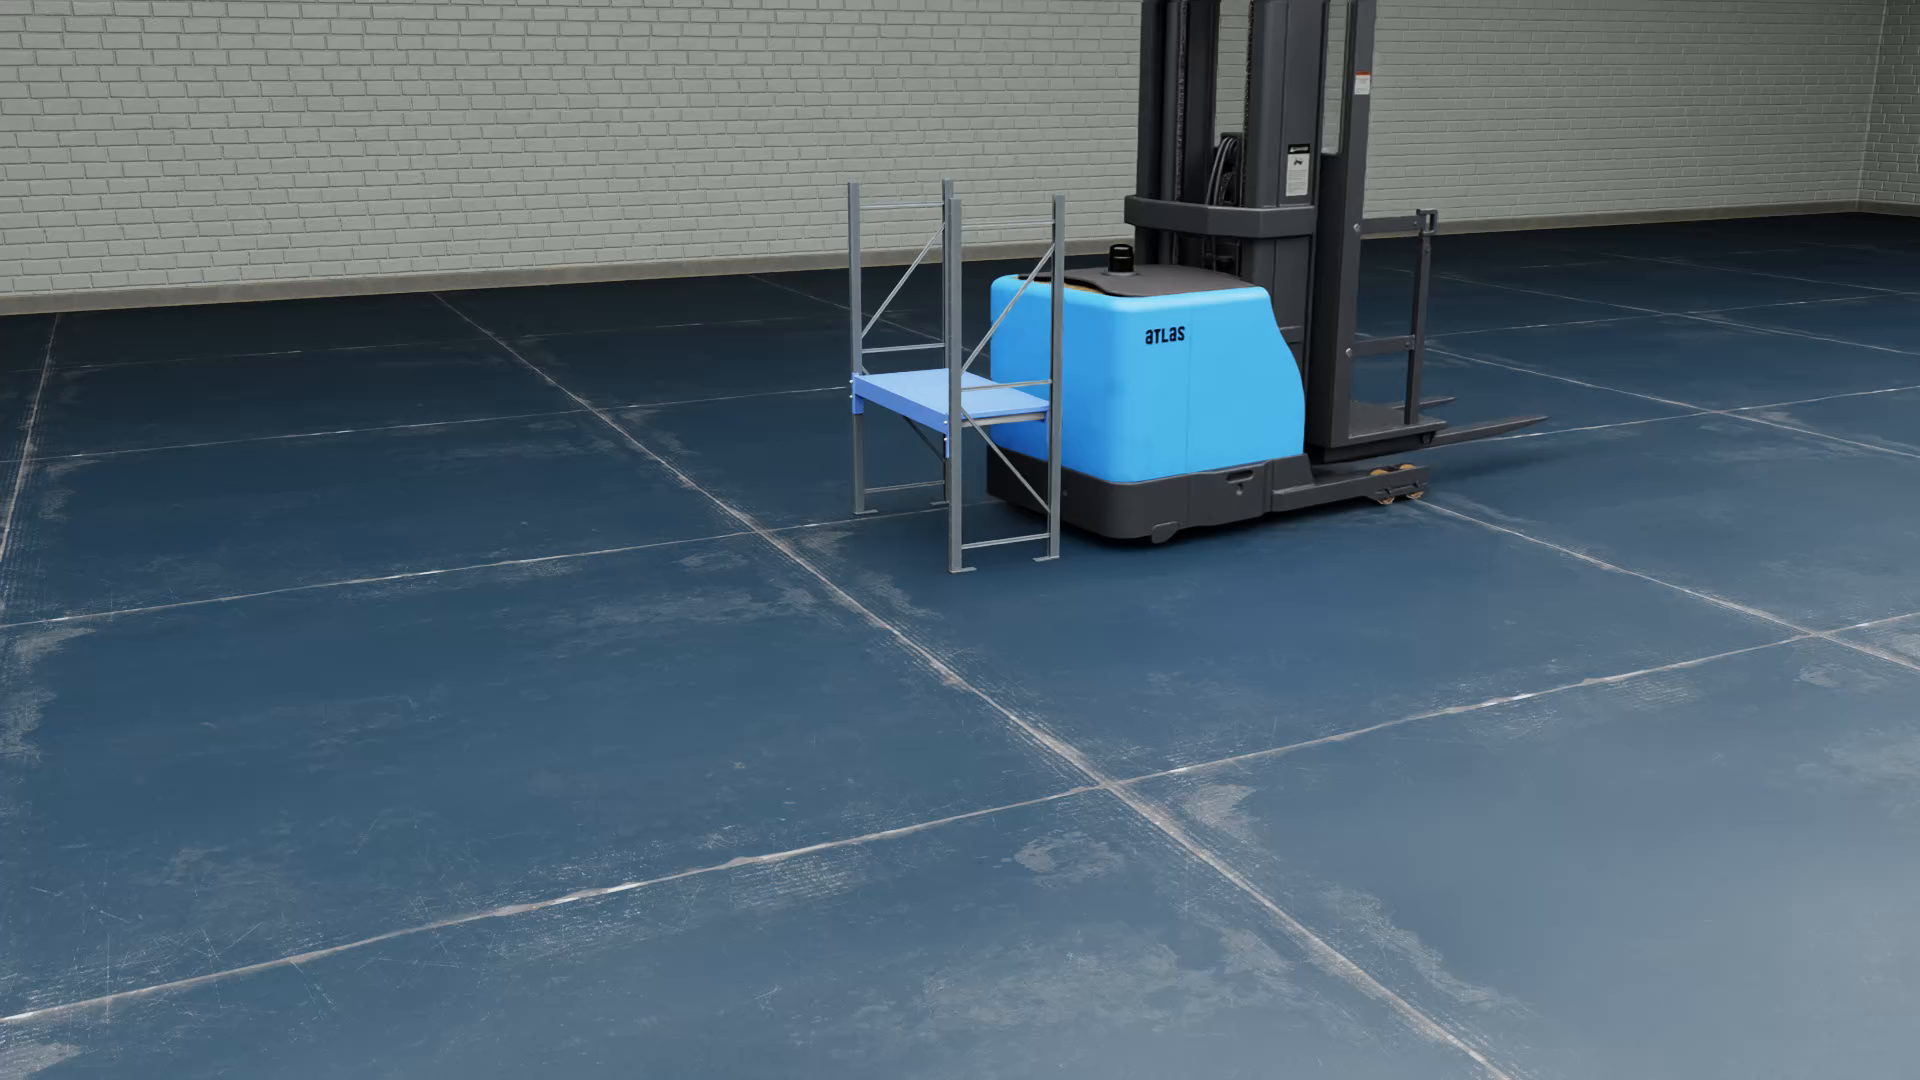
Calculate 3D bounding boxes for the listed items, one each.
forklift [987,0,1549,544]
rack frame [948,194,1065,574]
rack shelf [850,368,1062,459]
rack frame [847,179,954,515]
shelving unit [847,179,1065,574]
[{"bbox_3d":[1.635,-1.683,7.803,3.031,2.935,1.130,-10,19,-32],"label":"forklift"},{"bbox_3d":[0.185,-0.616,6.678,0.500,1.500,0.032,-8,18,-25],"label":"rack frame"},{"bbox_3d":[-0.037,-0.569,7.167,0.538,0.185,1.000,-8,18,-25],"label":"rack shelf"},{"bbox_3d":[-0.260,-0.868,7.557,0.500,1.500,0.032,-8,18,-25],"label":"rack frame"},{"bbox_3d":[-0.037,-0.742,7.117,0.538,1.500,1.048,-8,18,-25],"label":"shelving unit"}]
